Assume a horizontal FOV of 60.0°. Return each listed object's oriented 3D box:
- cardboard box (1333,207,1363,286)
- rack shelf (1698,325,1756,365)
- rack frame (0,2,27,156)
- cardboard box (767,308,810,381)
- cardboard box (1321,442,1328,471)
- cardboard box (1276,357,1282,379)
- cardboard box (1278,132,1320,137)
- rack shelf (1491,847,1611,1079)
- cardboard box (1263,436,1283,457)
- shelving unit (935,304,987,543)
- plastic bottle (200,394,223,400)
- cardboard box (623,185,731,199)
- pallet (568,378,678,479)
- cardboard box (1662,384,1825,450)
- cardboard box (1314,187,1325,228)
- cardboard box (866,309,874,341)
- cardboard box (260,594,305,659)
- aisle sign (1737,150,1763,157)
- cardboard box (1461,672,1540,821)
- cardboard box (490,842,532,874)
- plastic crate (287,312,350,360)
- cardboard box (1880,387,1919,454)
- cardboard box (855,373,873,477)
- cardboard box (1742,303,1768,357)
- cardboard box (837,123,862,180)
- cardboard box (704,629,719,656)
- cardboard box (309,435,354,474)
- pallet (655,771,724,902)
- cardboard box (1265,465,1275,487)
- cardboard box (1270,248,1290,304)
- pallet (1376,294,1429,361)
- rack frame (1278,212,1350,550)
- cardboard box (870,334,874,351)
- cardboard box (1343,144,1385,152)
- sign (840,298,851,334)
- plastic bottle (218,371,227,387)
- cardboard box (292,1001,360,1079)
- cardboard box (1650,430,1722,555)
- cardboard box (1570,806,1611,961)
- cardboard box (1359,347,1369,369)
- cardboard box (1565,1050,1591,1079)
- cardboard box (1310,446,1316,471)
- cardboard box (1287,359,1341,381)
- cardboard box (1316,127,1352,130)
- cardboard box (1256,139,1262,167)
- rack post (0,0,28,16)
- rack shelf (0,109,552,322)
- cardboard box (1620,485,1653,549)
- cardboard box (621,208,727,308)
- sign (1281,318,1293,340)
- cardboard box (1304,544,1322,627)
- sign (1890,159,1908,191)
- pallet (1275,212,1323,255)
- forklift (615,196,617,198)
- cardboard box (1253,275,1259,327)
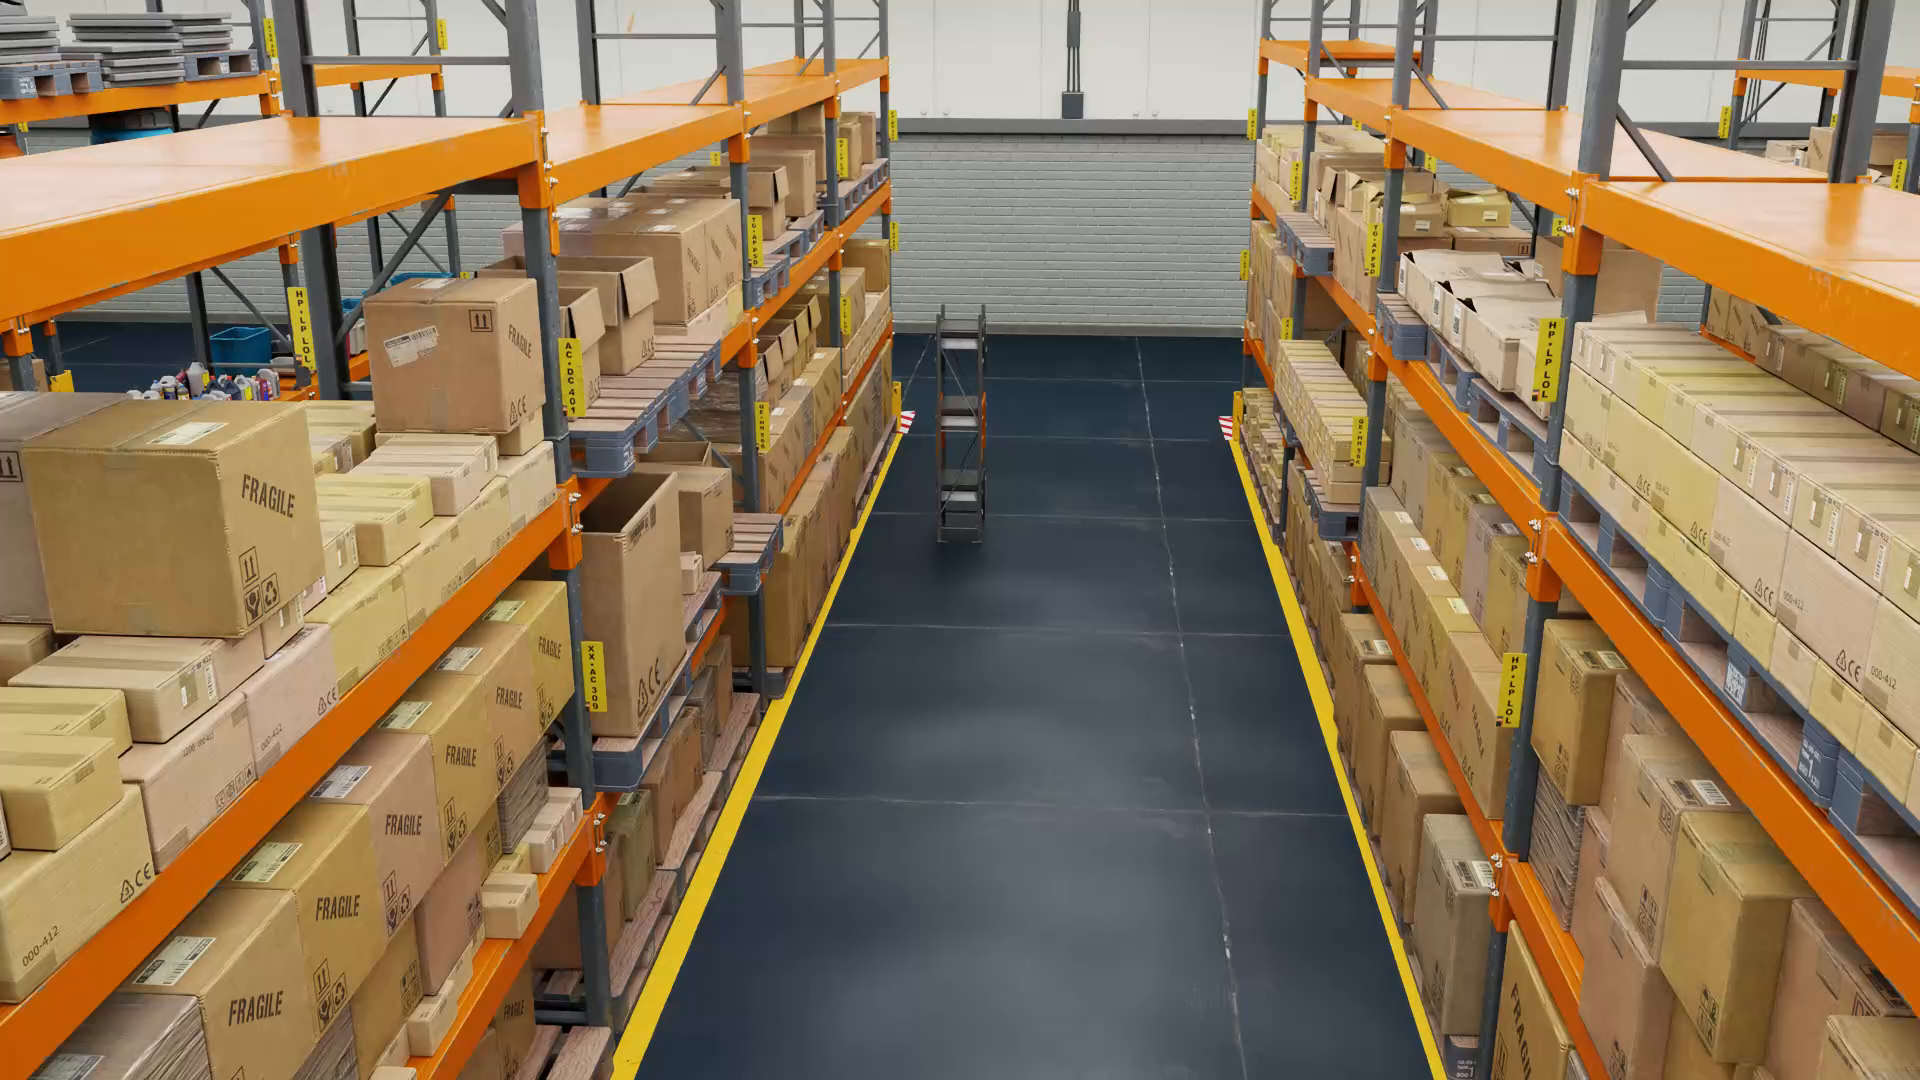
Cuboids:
[{"bbox_3d":[2.942,-2.070,11.773,0.500,0.500,0.500,1,18,4],"label":"cardboard box"},{"bbox_3d":[8.466,-1.546,16.306,1.077,0.370,4.000,1,18,4],"label":"rack shelf"},{"bbox_3d":[-11.155,-5.803,18.509,1.000,3.000,0.127,1,18,4],"label":"rack frame"},{"bbox_3d":[-1.660,-1.601,13.546,0.797,0.503,0.637,1,18,5],"label":"cardboard box"},{"bbox_3d":[2.690,-0.572,11.428,0.380,0.149,0.250,2,18,6],"label":"cardboard box"},{"bbox_3d":[2.891,-1.455,14.125,0.380,0.149,0.250,2,18,5],"label":"cardboard box"},{"bbox_3d":[3.355,-3.955,16.482,0.380,0.149,0.250,2,18,5],"label":"cardboard box"},{"bbox_3d":[2.662,2.102,5.174,1.077,0.370,4.000,1,18,4],"label":"rack shelf"},{"bbox_3d":[3.158,-0.912,16.166,0.380,0.149,0.250,0,18,1],"label":"cardboard box"},{"bbox_3d":[0.012,-1.049,15.080,0.431,2.100,0.503,1,18,4],"label":"shelving unit"},{"bbox_3d":[-6.279,-1.098,13.983,0.152,0.276,0.135,1,18,4],"label":"plastic bottle"},{"bbox_3d":[-1.876,-2.111,11.217,0.797,0.503,0.637,2,18,7],"label":"cardboard box"},{"bbox_3d":[-1.984,-0.529,7.531,1.213,0.211,1.003,1,18,4],"label":"pallet"},{"bbox_3d":[2.369,-0.371,5.036,0.380,0.149,0.250,1,18,5],"label":"cardboard box"},{"bbox_3d":[3.106,-2.660,13.202,0.500,0.311,0.500,1,18,3],"label":"cardboard box"},{"bbox_3d":[-1.151,-2.166,16.807,0.500,0.250,0.500,1,18,4],"label":"cardboard box"},{"bbox_3d":[-2.044,0.212,4.569,0.380,0.149,0.250,0,18,1],"label":"cardboard box"},{"bbox_3d":[8.326,-3.773,17.773,0.394,0.787,0.004,1,18,4],"label":"aisle sign"},{"bbox_3d":[2.576,0.923,7.454,0.500,0.500,0.500,1,18,4],"label":"cardboard box"},{"bbox_3d":[-1.962,1.343,6.737,0.380,0.149,0.250,1,18,4],"label":"cardboard box"},{"bbox_3d":[-6.188,-1.929,16.121,0.402,0.464,0.583,1,18,4],"label":"plastic crate"},{"bbox_3d":[3.025,-0.358,4.995,0.380,0.149,0.250,1,18,4],"label":"cardboard box"},{"bbox_3d":[-1.370,-1.161,16.712,0.875,0.875,0.875,1,18,4],"label":"cardboard box"},{"bbox_3d":[8.226,-2.099,16.677,0.500,0.500,0.500,1,18,4],"label":"cardboard box"},{"bbox_3d":[-1.343,-3.778,16.151,0.700,0.500,0.500,2,18,6],"label":"cardboard box"},{"bbox_3d":[-1.866,0.586,10.749,0.500,0.250,0.500,2,18,6],"label":"cardboard box"},{"bbox_3d":[-2.458,-0.285,6.084,0.380,0.149,0.250,1,18,4],"label":"cardboard box"},{"bbox_3d":[-1.996,1.700,9.723,1.003,0.211,1.213,1,18,4],"label":"pallet"},{"bbox_3d":[3.093,-0.605,15.705,0.380,0.149,0.250,1,18,2],"label":"cardboard box"},{"bbox_3d":[3.225,-2.481,15.761,0.500,0.500,0.500,2,18,5],"label":"cardboard box"},{"bbox_3d":[3.099,-1.238,9.697,1.213,0.211,1.003,2,18,6],"label":"pallet"},{"bbox_3d":[3.378,-1.346,14.540,1.000,3.000,0.127,1,18,4],"label":"rack frame"},{"bbox_3d":[-1.082,-2.018,16.995,0.380,0.149,0.250,2,18,5],"label":"cardboard box"},{"bbox_3d":[3.717,-3.535,15.203,0.380,0.149,0.250,1,18,2],"label":"cardboard box"},{"bbox_3d":[-1.020,-1.991,14.778,0.100,0.325,0.005,1,18,4],"label":"sign"},{"bbox_3d":[-6.385,-1.285,14.435,0.144,0.351,0.185,1,18,4],"label":"plastic bottle"},{"bbox_3d":[-2.360,1.568,5.010,0.875,0.500,0.500,1,18,4],"label":"cardboard box"},{"bbox_3d":[2.420,-0.145,4.985,0.500,0.250,0.500,1,18,3],"label":"cardboard box"},{"bbox_3d":[2.774,1.354,6.060,0.875,0.550,0.550,1,18,4],"label":"cardboard box"},{"bbox_3d":[3.526,-1.496,13.772,0.380,0.149,0.250,1,18,2],"label":"cardboard box"},{"bbox_3d":[2.629,2.423,5.777,0.875,0.875,0.875,1,18,4],"label":"cardboard box"},{"bbox_3d":[2.728,-0.581,11.936,0.380,0.149,0.250,1,18,3],"label":"cardboard box"},{"bbox_3d":[2.836,-1.353,13.335,0.380,0.149,0.250,1,18,3],"label":"cardboard box"},{"bbox_3d":[3.841,-4.185,17.184,0.380,0.149,0.250,2,18,5],"label":"cardboard box"},{"bbox_3d":[3.374,-4.046,17.402,0.500,0.250,0.500,2,18,5],"label":"cardboard box"},{"bbox_3d":[-6.830,-3.696,11.250,0.624,0.289,0.986,1,18,4],"label":"rack post"},{"bbox_3d":[-2.278,-0.890,4.674,1.077,0.370,4.000,1,18,4],"label":"rack shelf"},{"bbox_3d":[2.386,-0.073,5.407,0.380,0.149,0.250,1,18,3],"label":"cardboard box"},{"bbox_3d":[-1.659,-1.643,9.666,0.500,0.500,0.500,1,18,4],"label":"cardboard box"},{"bbox_3d":[2.837,-1.767,14.435,0.100,0.325,0.005,1,18,4],"label":"sign"},{"bbox_3d":[2.941,0.349,12.708,0.500,0.500,0.500,0,18,1],"label":"cardboard box"},{"bbox_3d":[7.769,-2.987,13.775,0.100,0.325,0.005,1,18,4],"label":"sign"},{"bbox_3d":[3.228,-2.493,13.524,1.213,0.211,1.003,1,18,4],"label":"pallet"},{"bbox_3d":[-2.908,-1.726,15.812,1.130,2.935,3.031,0,18,0],"label":"forklift"},{"bbox_3d":[3.345,-2.477,17.354,0.500,0.500,0.500,1,18,4],"label":"cardboard box"}]
